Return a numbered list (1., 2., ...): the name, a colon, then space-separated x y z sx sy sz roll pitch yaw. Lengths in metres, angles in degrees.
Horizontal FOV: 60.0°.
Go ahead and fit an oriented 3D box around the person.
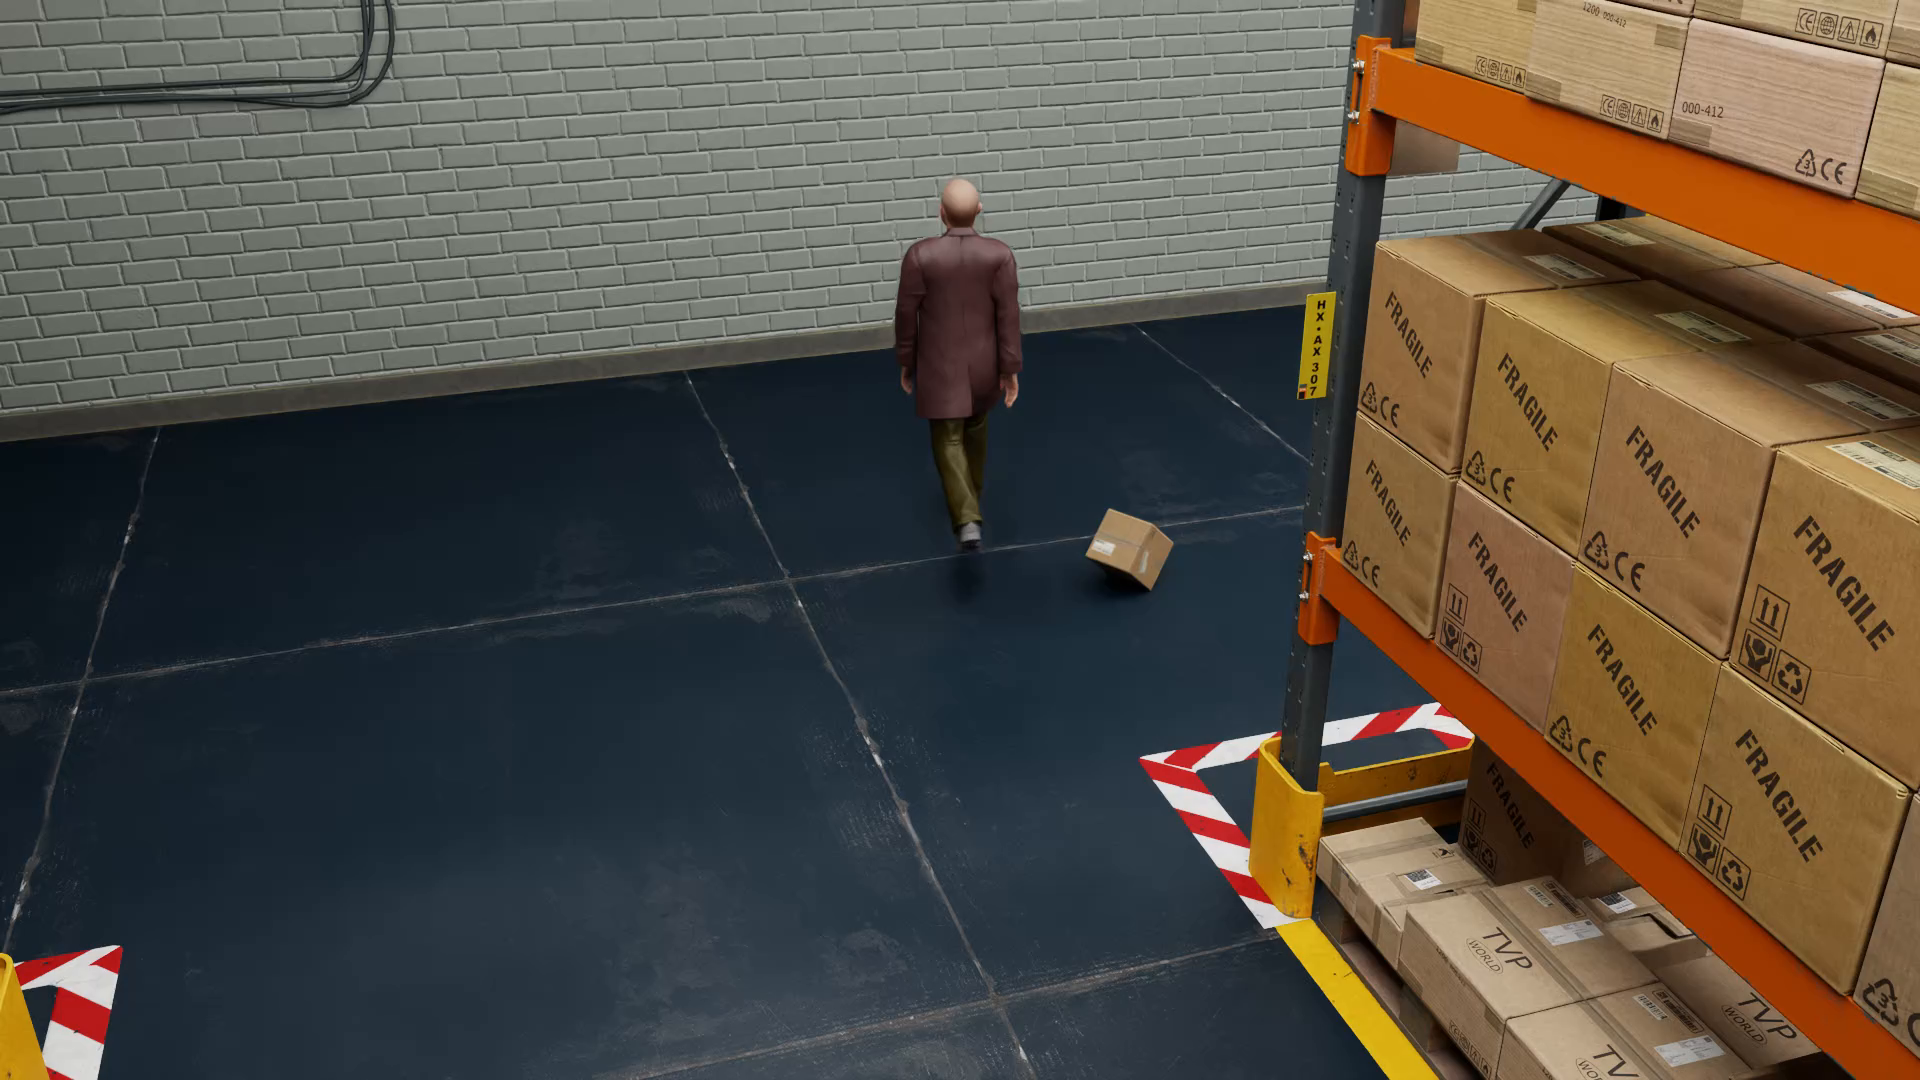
1. person: -0.004 -0.825 7.838 0.586 1.728 1.105 -5 26 -10
